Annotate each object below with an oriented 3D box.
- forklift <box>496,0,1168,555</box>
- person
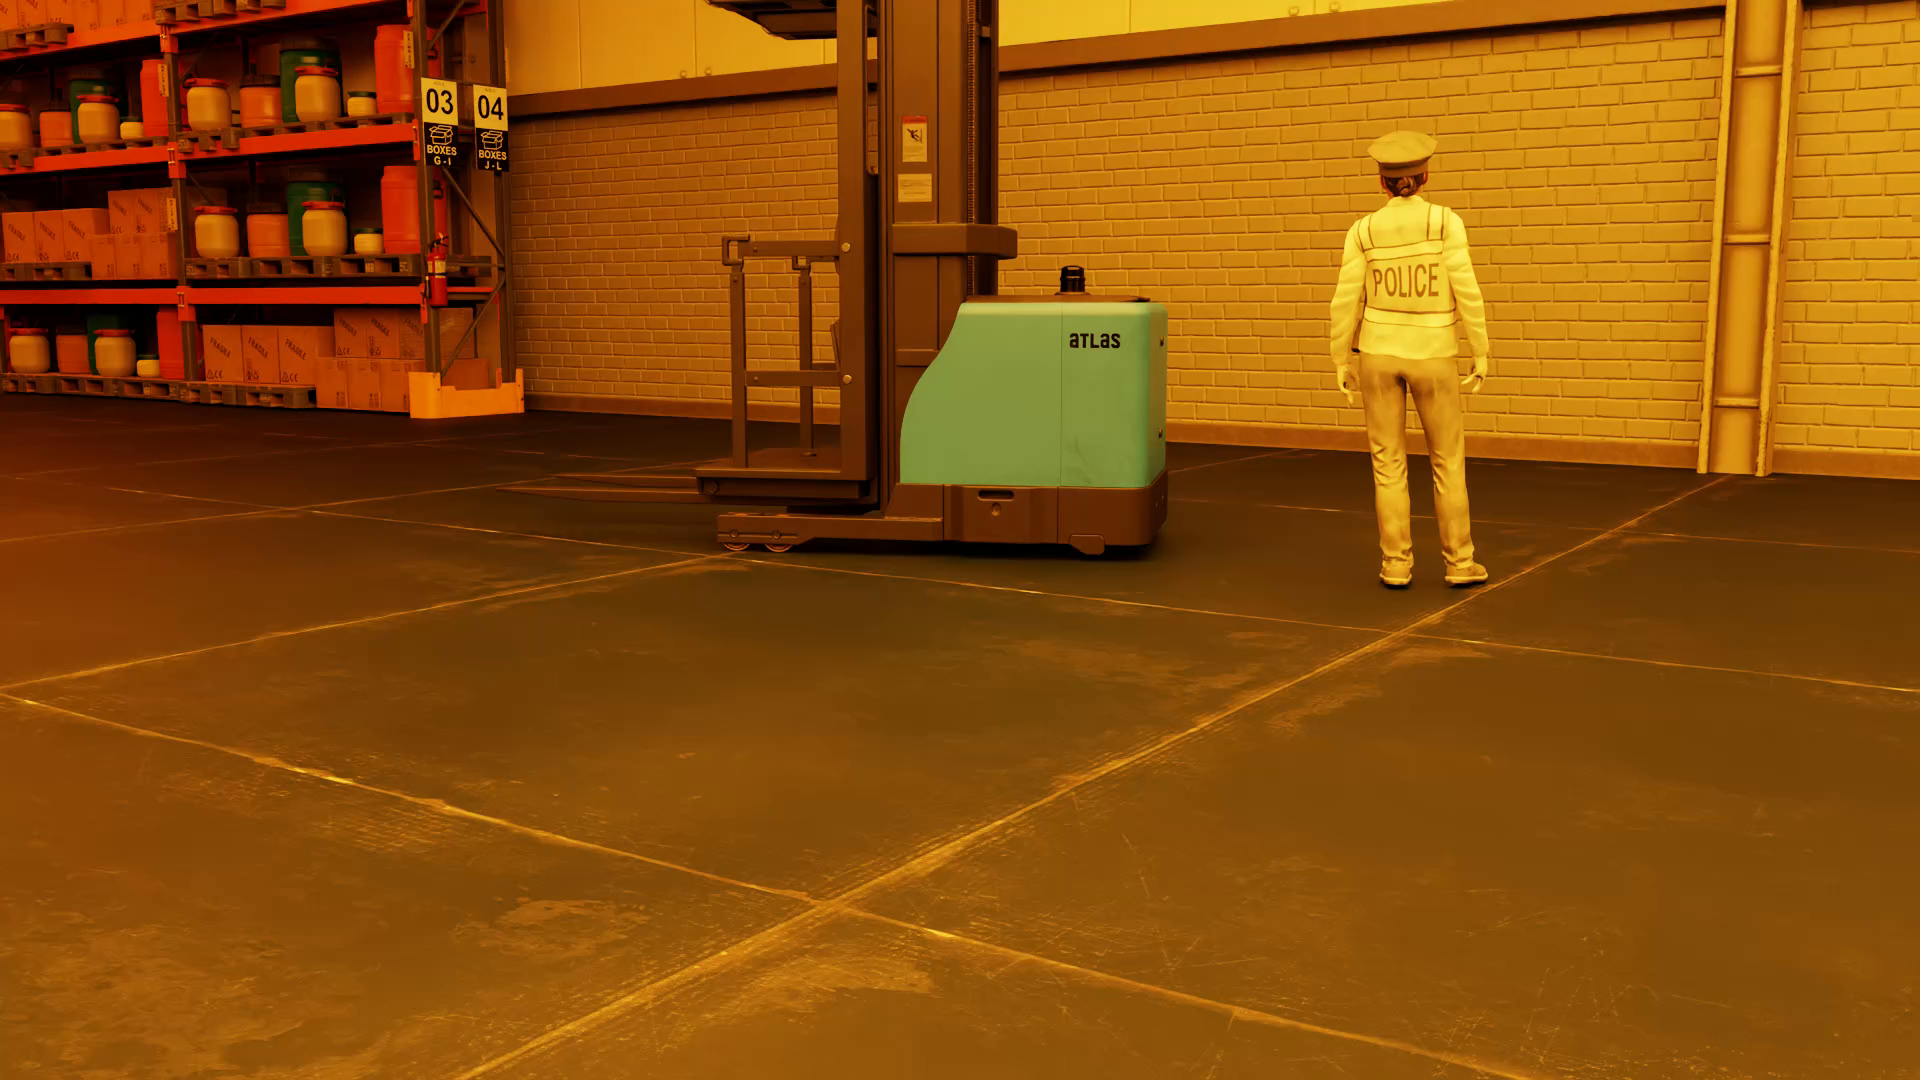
[{"bbox_3d":[-0.596,-1.469,7.520,3.031,2.935,1.130,2,8,12],"label":"forklift"},{"bbox_3d":[1.701,-0.673,6.267,0.587,1.694,0.531,3,9,23],"label":"person"}]
